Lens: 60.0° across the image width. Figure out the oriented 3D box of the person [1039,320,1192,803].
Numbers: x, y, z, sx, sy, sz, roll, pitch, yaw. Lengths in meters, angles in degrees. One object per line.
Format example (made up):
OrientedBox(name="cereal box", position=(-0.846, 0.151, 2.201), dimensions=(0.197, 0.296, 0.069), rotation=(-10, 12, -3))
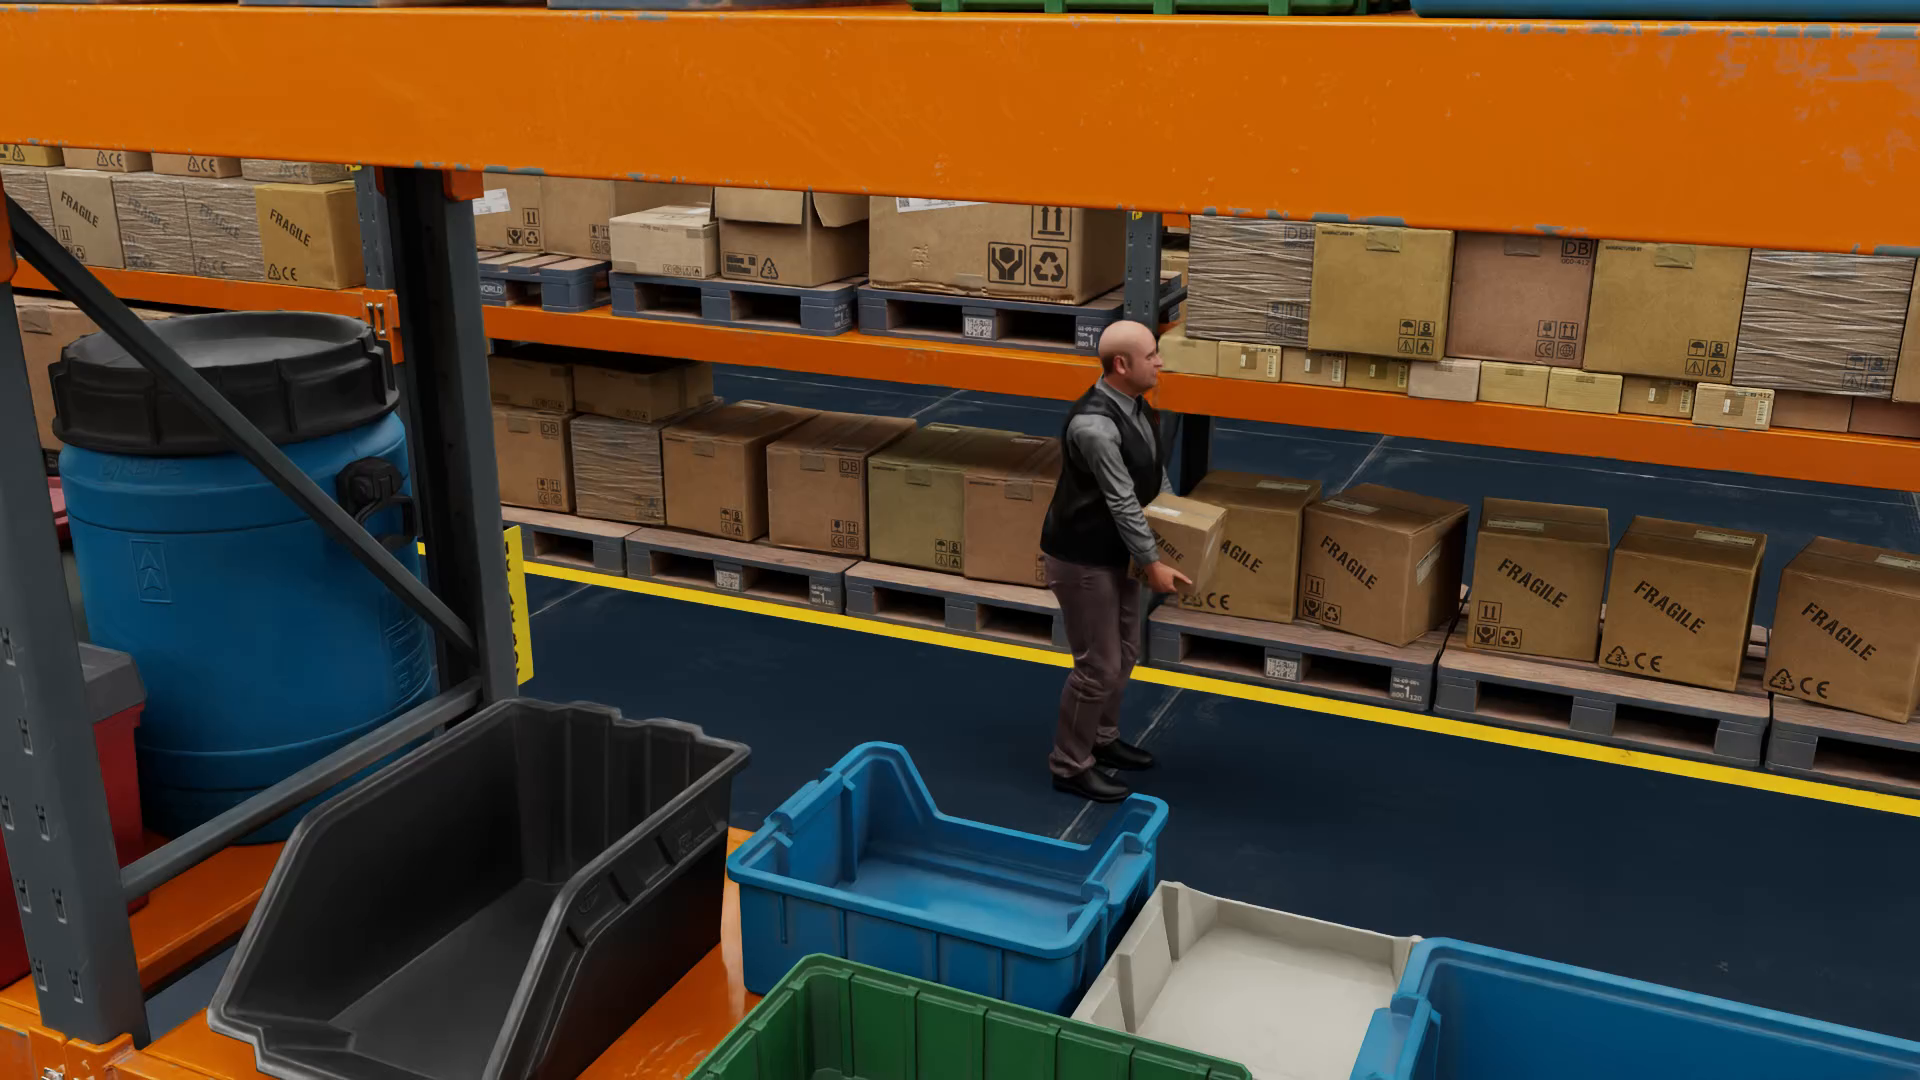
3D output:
OrientedBox(name="person", position=(0.587, 0.074, 5.901), dimensions=(0.571, 1.717, 0.490), rotation=(8, 20, 22))
